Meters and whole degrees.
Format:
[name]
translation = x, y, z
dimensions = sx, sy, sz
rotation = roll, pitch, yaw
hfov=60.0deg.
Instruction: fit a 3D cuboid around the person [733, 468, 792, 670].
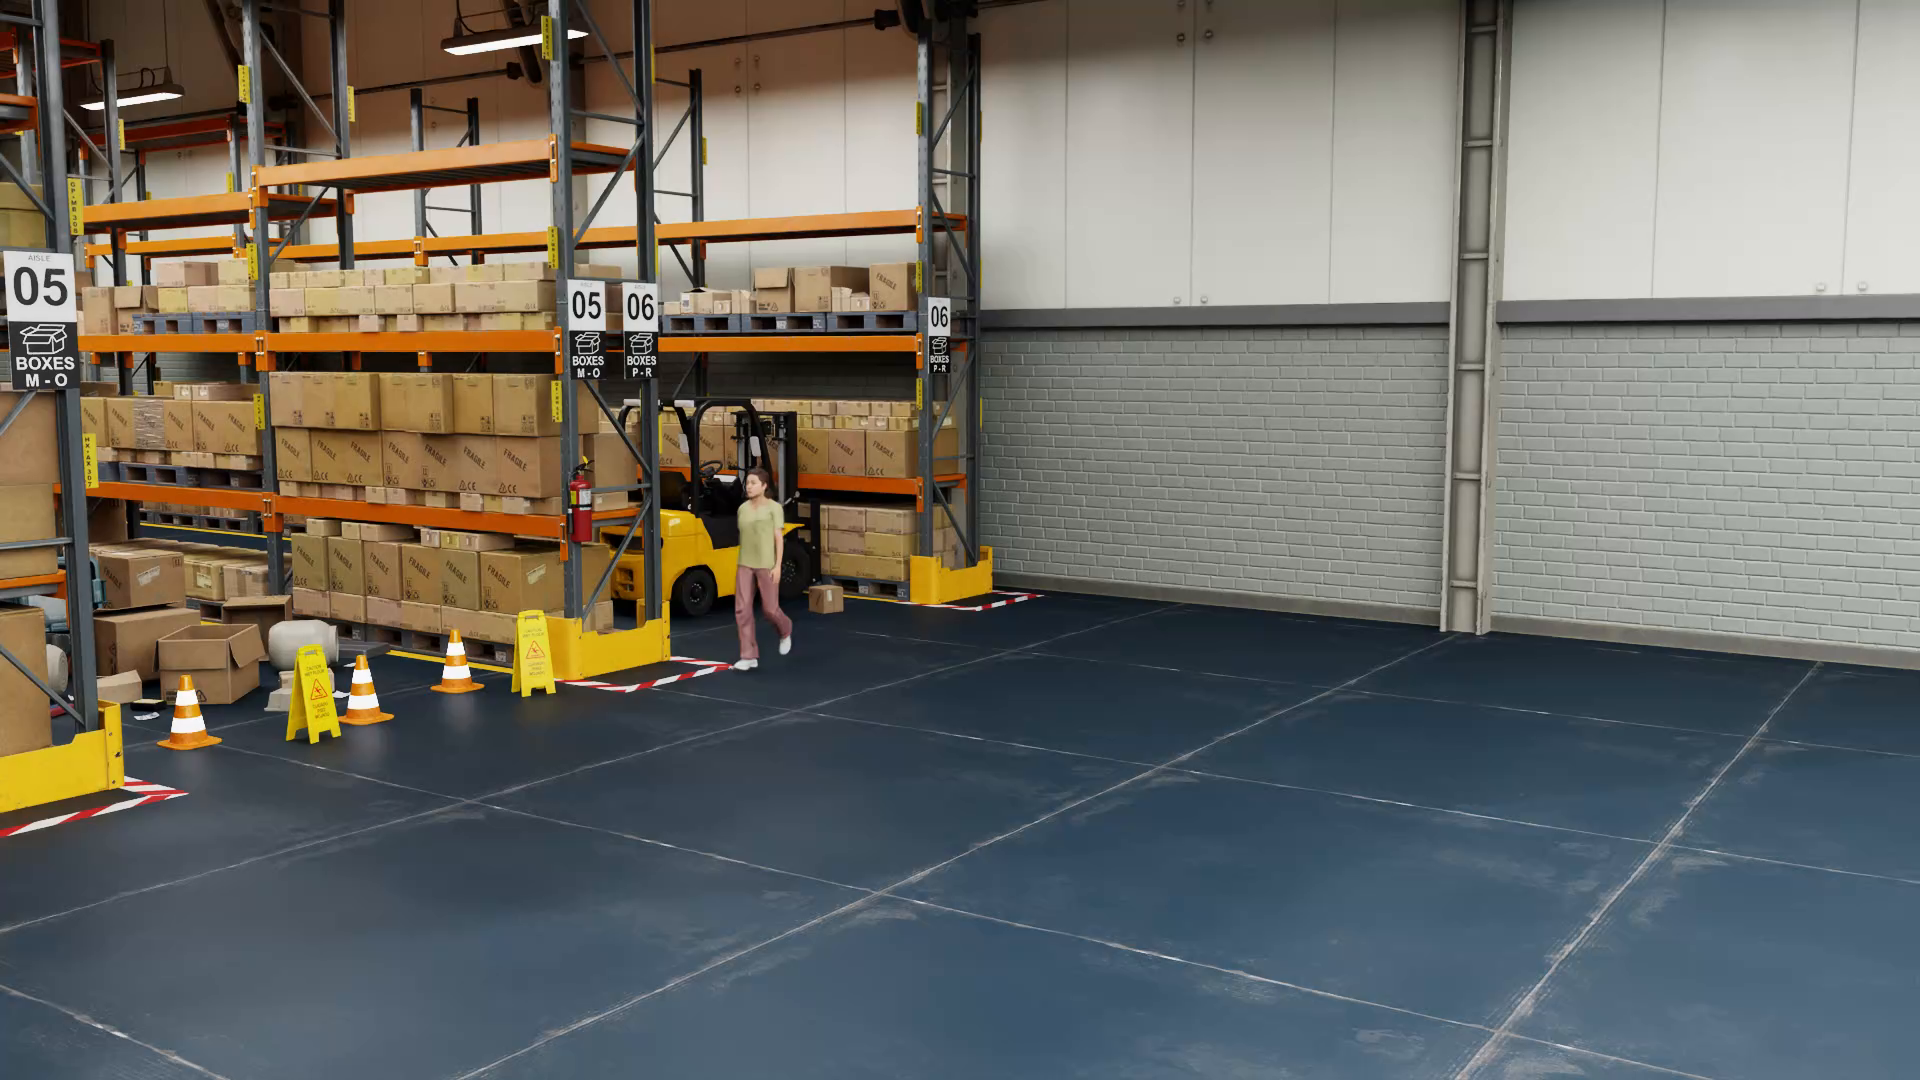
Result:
[person]
translation = -1.655, 0.225, 13.813
dimensions = 0.450, 1.646, 0.723
rotation = 2, 7, 18
